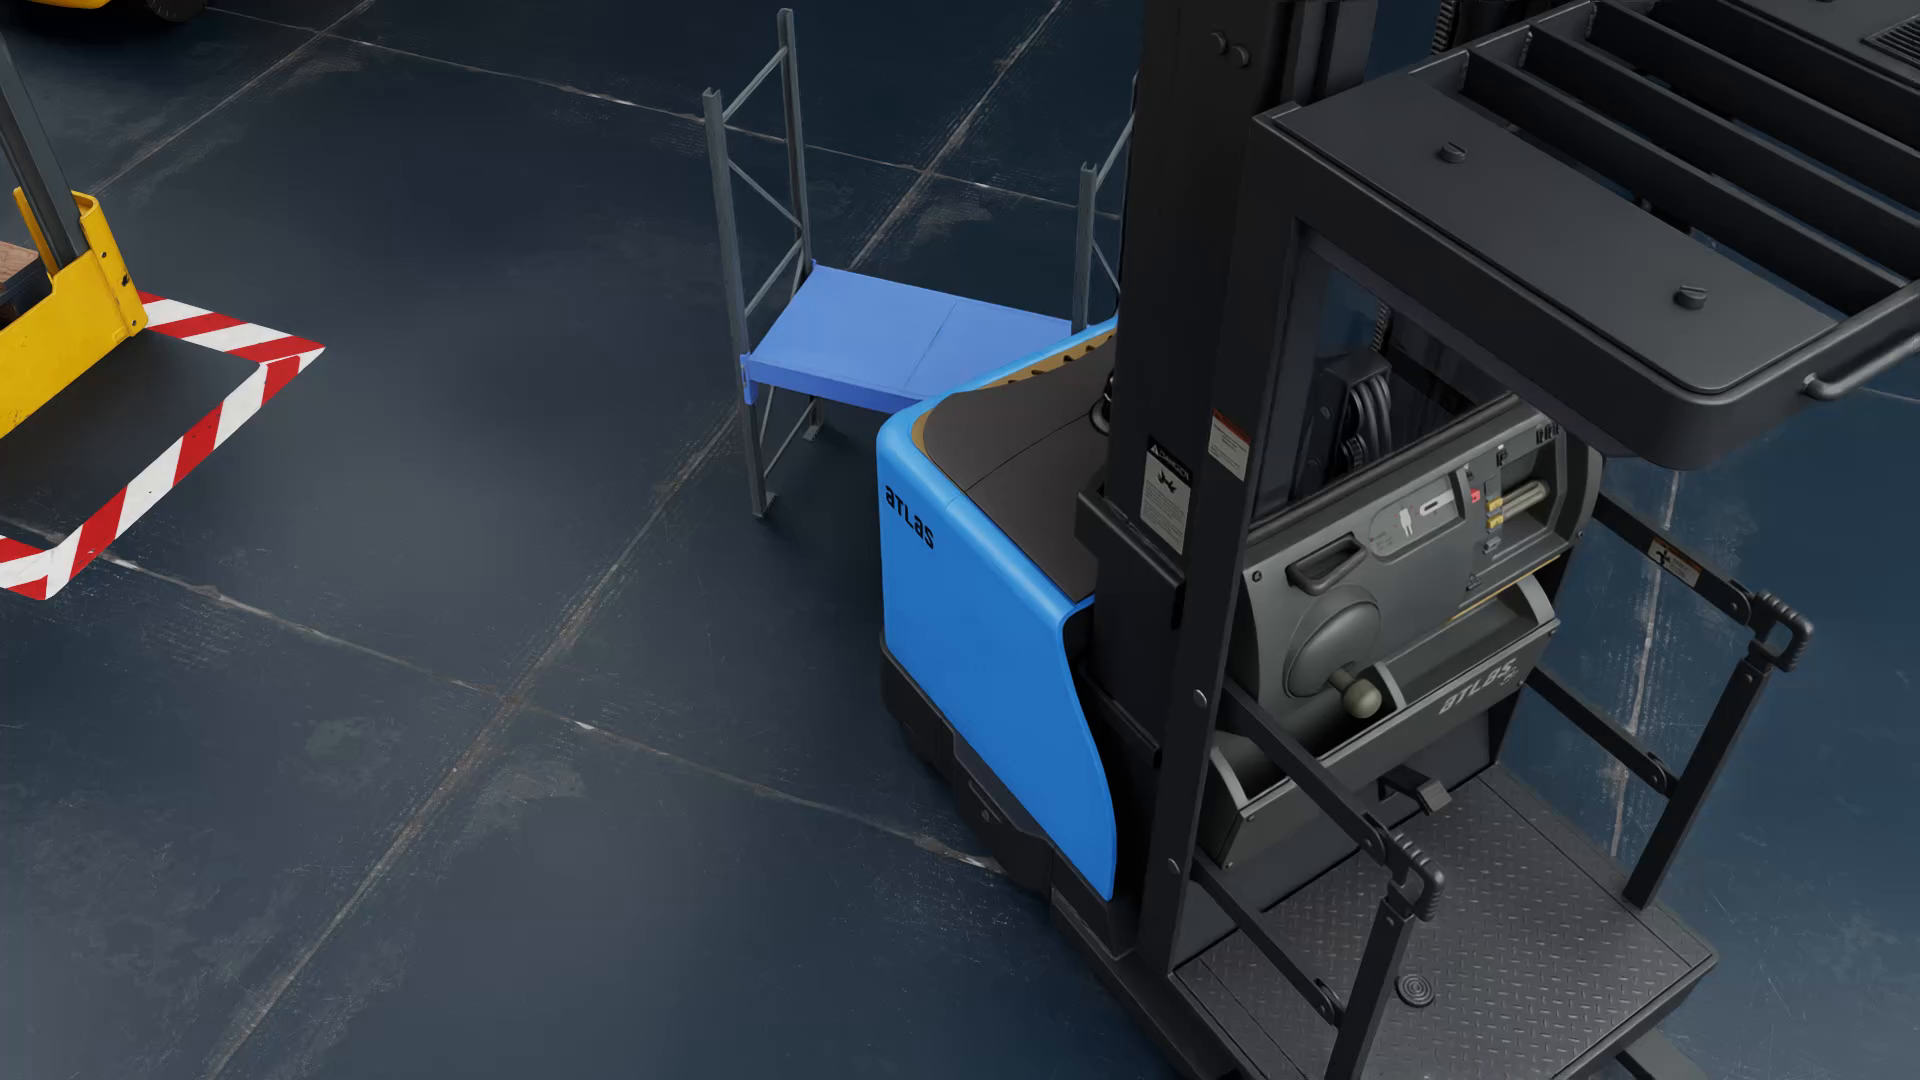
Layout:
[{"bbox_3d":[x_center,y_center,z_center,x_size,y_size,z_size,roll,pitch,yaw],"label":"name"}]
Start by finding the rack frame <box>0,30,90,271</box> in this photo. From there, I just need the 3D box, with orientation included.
[{"bbox_3d":[-3.246,-1.521,4.652,0.127,3.000,1.000,16,47,16],"label":"rack frame"}]

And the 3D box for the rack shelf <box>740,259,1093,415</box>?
[{"bbox_3d":[-0.086,-0.522,4.966,1.000,0.185,0.538,15,47,14],"label":"rack shelf"}]

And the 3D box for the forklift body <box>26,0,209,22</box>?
[{"bbox_3d":[-3.790,-3.780,7.524,1.214,2.155,2.313,16,47,16],"label":"forklift body"}]

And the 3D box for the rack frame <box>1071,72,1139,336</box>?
[{"bbox_3d":[0.391,-0.525,4.714,0.032,1.500,0.500,15,47,14],"label":"rack frame"}]

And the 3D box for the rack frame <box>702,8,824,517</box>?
[{"bbox_3d":[-0.562,-0.773,4.964,0.032,1.500,0.500,15,47,14],"label":"rack frame"}]

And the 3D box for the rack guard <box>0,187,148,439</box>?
[{"bbox_3d":[-3.316,-0.656,5.555,0.348,0.500,1.175,16,47,16],"label":"rack guard"}]

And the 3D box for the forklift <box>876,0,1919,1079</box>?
[{"bbox_3d":[1.026,0.101,3.071,1.130,2.935,3.031,-26,50,-24],"label":"forklift"}]

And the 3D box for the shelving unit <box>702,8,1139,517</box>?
[{"bbox_3d":[-0.086,-0.649,4.839,1.048,1.500,0.538,15,47,14],"label":"shelving unit"}]

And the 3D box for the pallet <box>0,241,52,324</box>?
[{"bbox_3d":[-4.052,-0.797,5.901,1.213,0.211,1.003,16,47,16],"label":"pallet"}]
